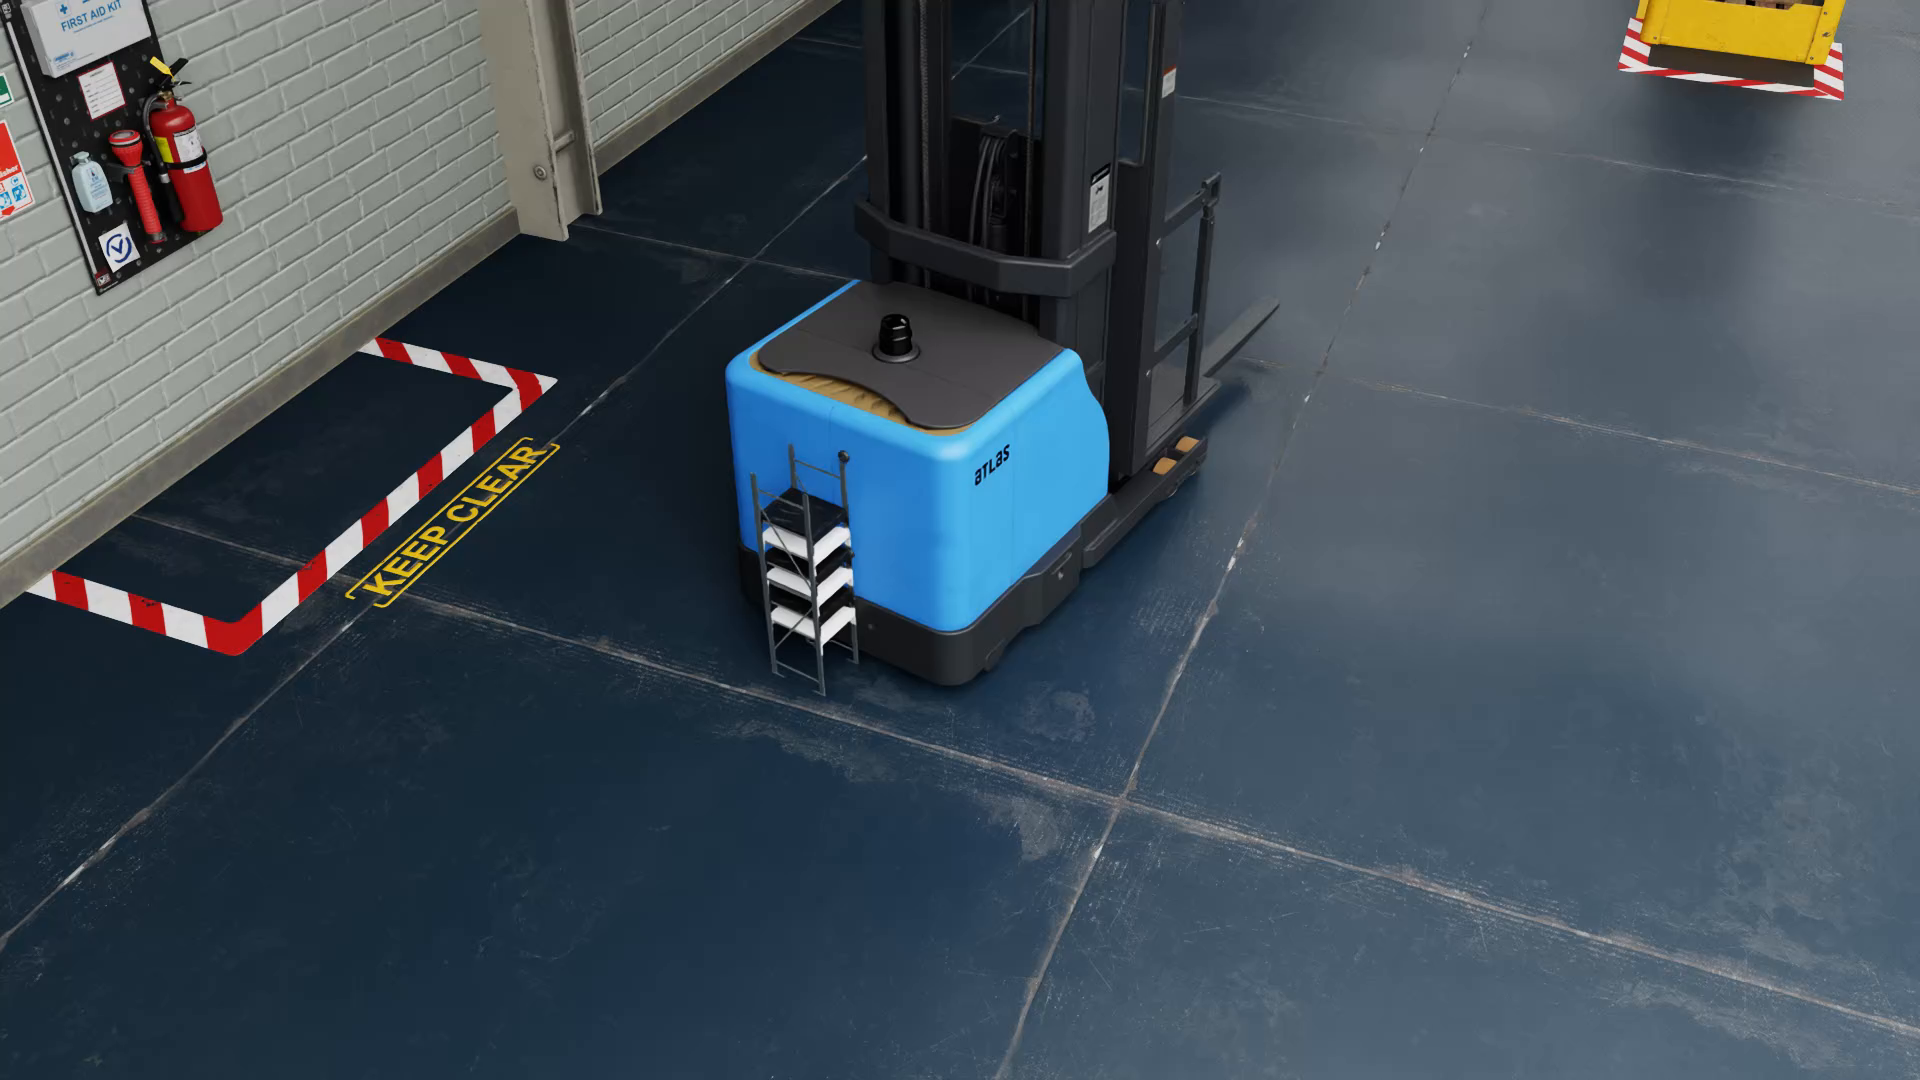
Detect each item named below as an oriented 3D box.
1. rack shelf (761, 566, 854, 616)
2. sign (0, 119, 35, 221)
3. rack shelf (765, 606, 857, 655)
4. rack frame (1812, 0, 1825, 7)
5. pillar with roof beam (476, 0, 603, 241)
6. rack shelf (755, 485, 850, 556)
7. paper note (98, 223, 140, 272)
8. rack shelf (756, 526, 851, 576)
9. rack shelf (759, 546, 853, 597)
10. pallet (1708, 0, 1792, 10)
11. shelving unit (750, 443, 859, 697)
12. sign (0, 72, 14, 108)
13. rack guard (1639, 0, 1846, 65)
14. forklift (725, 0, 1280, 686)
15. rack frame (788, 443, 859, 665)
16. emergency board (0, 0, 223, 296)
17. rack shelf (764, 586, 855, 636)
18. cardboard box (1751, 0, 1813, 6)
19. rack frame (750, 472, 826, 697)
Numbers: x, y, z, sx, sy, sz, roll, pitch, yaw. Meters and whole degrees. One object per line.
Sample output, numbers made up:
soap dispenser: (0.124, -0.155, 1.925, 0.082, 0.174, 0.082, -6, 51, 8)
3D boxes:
rack shelf: (-0.536, 0.143, 5.858, 0.258, 0.077, 0.200, 22, 43, 26)
sign: (-3.467, -1.313, 5.972, 0.001, 0.329, 0.234, 14, 39, 18)
rack shelf: (-0.534, 0.285, 5.969, 0.258, 0.077, 0.200, 22, 43, 26)
rack frame: (5.214, -4.552, 10.335, 1.000, 3.000, 0.127, 14, 39, 18)
pillar with roof beam: (1.796, -4.364, 5.072, 9.100, 9.000, 0.400, 14, 39, 18)
rack shelf: (-0.540, -0.070, 5.692, 0.258, 0.077, 0.200, 22, 43, 26)
paper note: (-3.292, -1.147, 6.514, 0.016, 0.148, 0.142, 14, 39, 18)
rack shelf: (-0.538, 0.001, 5.748, 0.258, 0.077, 0.200, 22, 43, 26)
rack shelf: (-0.537, 0.072, 5.803, 0.258, 0.077, 0.200, 22, 43, 26)
pallet: (5.466, -3.868, 11.749, 1.003, 0.211, 1.213, 14, 39, 18)
shelving unit: (-0.536, 0.117, 5.838, 0.258, 0.900, 0.210, 22, 43, 26)
sign: (-3.457, -1.526, 5.814, 0.001, 0.109, 0.331, 14, 39, 18)
rack guard: (5.205, -3.538, 11.066, 1.175, 0.500, 0.348, 14, 39, 18)
forklift: (0.401, -1.498, 6.306, 1.130, 2.935, 3.031, 22, 42, 27)
rack frame: (-0.480, 0.064, 5.904, 0.240, 0.900, 0.006, 22, 43, 26)
emergency board: (-3.161, -1.582, 6.361, 0.194, 1.169, 0.643, 14, 39, 18)
rack shelf: (-0.535, 0.214, 5.914, 0.258, 0.077, 0.200, 22, 43, 26)
cardboard box: (5.623, -3.865, 11.362, 0.500, 0.250, 0.500, 14, 39, 18)
rack frame: (-0.593, 0.170, 5.771, 0.240, 0.900, 0.006, 22, 43, 26)
